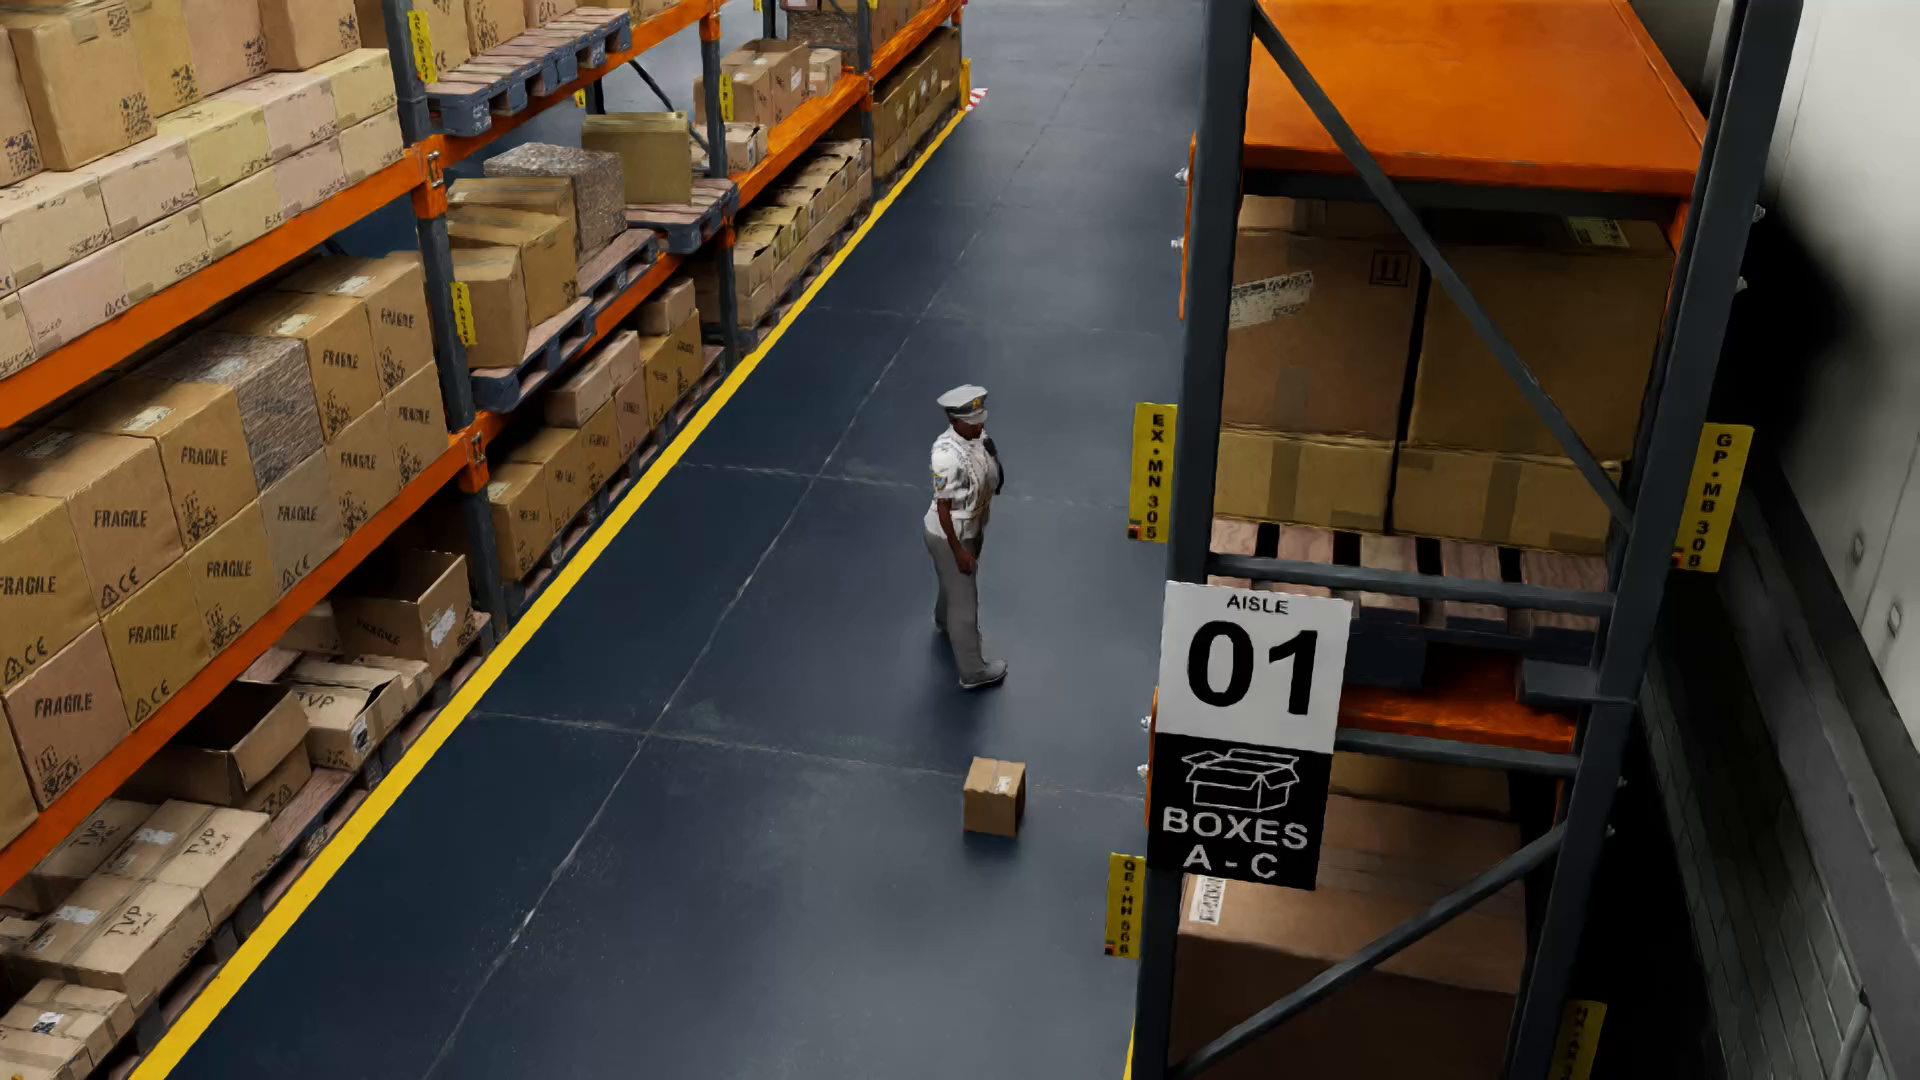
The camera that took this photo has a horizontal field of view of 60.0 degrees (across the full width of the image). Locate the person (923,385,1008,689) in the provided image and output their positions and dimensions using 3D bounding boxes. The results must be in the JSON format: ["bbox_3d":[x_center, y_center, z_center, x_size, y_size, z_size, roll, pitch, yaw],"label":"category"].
[{"bbox_3d":[0.031,-0.063,8.737,0.555,1.666,0.589,12,31,20],"label":"person"}]
